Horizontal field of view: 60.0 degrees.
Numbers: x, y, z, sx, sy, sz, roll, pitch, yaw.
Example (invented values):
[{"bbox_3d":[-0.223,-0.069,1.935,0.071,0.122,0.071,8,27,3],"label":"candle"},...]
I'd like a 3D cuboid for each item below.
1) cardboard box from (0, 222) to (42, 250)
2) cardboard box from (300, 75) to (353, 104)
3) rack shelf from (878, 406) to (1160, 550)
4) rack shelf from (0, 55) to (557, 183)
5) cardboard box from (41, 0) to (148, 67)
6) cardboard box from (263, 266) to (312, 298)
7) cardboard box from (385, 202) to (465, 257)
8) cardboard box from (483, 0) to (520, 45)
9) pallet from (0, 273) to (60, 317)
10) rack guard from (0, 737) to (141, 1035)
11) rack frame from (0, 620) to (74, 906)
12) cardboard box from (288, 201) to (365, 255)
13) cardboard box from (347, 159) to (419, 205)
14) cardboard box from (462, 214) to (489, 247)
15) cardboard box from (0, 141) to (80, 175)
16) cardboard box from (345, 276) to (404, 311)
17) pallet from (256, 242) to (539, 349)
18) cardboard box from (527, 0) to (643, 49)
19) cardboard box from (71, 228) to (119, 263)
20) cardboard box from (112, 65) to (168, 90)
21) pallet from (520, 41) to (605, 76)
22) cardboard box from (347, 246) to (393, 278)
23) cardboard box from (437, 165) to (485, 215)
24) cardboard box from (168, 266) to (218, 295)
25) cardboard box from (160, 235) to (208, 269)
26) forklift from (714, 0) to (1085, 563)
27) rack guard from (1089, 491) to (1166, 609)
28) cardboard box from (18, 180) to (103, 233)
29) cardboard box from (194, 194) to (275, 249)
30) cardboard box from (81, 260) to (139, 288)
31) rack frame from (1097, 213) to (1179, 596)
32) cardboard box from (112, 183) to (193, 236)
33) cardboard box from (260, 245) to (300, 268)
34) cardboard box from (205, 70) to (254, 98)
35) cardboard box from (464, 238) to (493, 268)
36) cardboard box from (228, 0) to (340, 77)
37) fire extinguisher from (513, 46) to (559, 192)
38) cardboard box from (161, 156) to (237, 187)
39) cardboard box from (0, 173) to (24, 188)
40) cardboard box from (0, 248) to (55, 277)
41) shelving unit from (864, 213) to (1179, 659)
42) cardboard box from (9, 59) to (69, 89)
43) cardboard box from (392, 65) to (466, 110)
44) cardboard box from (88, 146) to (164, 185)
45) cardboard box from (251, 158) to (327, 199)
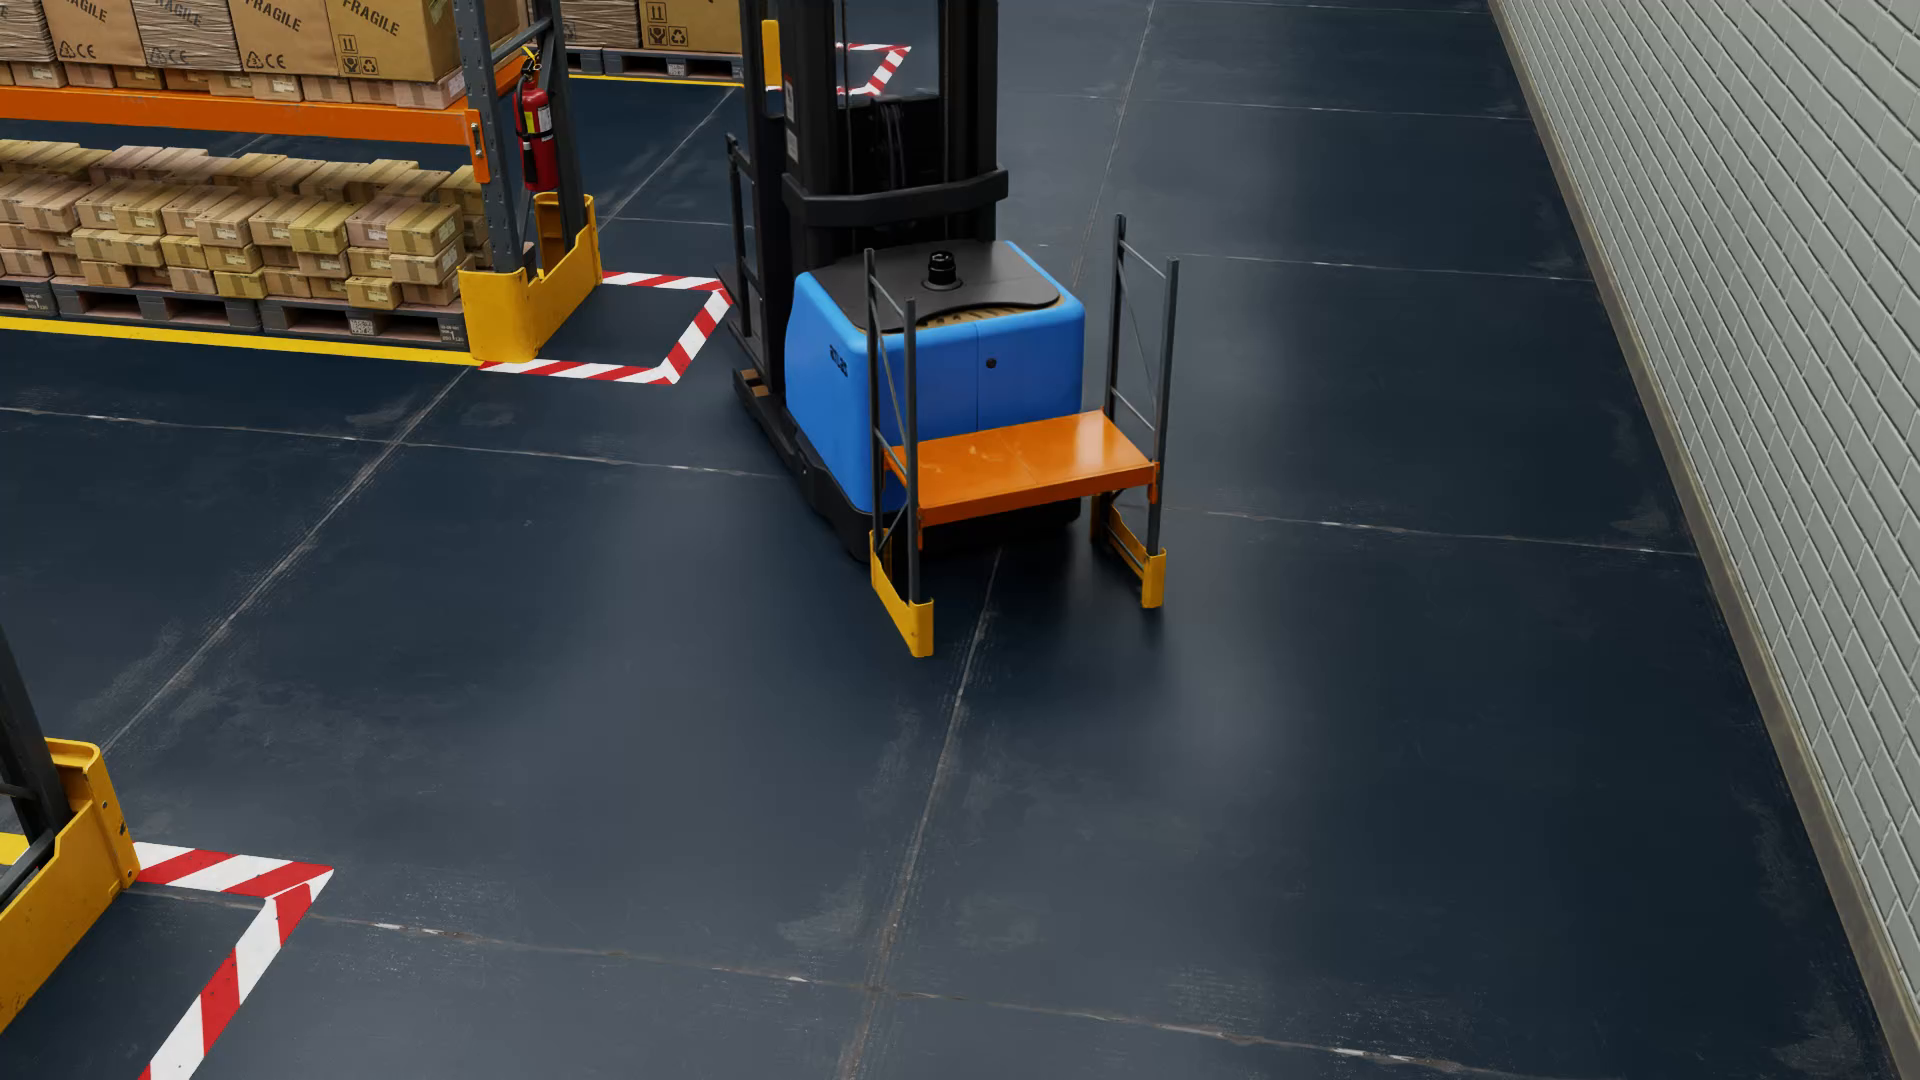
[{"bbox_3d":[-5.119,-1.755,9.238,0.250,0.149,0.380,4,32,6],"label":"cardboard box"},{"bbox_3d":[-3.113,-2.337,8.394,0.250,0.149,0.380,5,32,8],"label":"cardboard box"},{"bbox_3d":[0.222,-0.260,6.590,1.000,0.185,0.538,-11,34,-17],"label":"rack shelf"},{"bbox_3d":[-4.227,-2.380,8.903,4.000,0.370,1.077,5,32,8],"label":"rack shelf"},{"bbox_3d":[-4.240,-2.719,8.392,0.500,0.500,0.500,7,33,11],"label":"cardboard box"},{"bbox_3d":[-3.572,-1.468,9.059,0.250,0.149,0.380,5,32,9],"label":"cardboard box"},{"bbox_3d":[-2.820,-1.643,8.778,0.250,0.149,0.380,6,32,9],"label":"cardboard box"},{"bbox_3d":[-2.652,-2.859,8.616,0.500,0.500,0.500,7,33,11],"label":"cardboard box"},{"bbox_3d":[-5.531,-1.640,9.671,1.213,0.211,1.003,5,32,8],"label":"pallet"},{"bbox_3d":[-2.965,1.153,4.936,0.348,0.500,1.175,5,32,8],"label":"rack guard"},{"bbox_3d":[-2.989,0.092,4.277,0.127,3.000,1.000,5,32,8],"label":"rack frame"},{"bbox_3d":[-3.335,-1.652,8.792,0.250,0.149,0.380,4,32,7],"label":"cardboard box"},{"bbox_3d":[-3.234,-2.004,9.354,0.250,0.149,0.380,5,32,8],"label":"cardboard box"},{"bbox_3d":[-2.729,-1.783,9.282,0.250,0.149,0.380,6,33,10],"label":"cardboard box"},{"bbox_3d":[-5.299,-2.169,9.618,0.250,0.149,0.380,5,32,8],"label":"cardboard box"},{"bbox_3d":[-3.080,-1.384,8.925,0.250,0.149,0.380,6,33,10],"label":"cardboard box"},{"bbox_3d":[-3.126,-1.422,9.323,1.213,0.211,1.003,5,32,8],"label":"pallet"},{"bbox_3d":[-2.863,-4.465,13.163,0.875,0.875,0.875,5,32,8],"label":"cardboard box"},{"bbox_3d":[-4.614,-1.663,9.090,0.250,0.149,0.380,5,32,8],"label":"cardboard box"},{"bbox_3d":[-4.144,-2.457,8.585,0.250,0.149,0.380,6,32,9],"label":"cardboard box"},{"bbox_3d":[-3.322,-4.050,13.521,1.213,0.211,1.003,5,32,8],"label":"pallet"},{"bbox_3d":[-3.073,-1.551,8.912,0.250,0.149,0.380,4,32,7],"label":"cardboard box"},{"bbox_3d":[-2.715,-1.953,9.273,0.250,0.149,0.380,4,32,6],"label":"cardboard box"},{"bbox_3d":[-4.100,-1.493,9.099,0.250,0.149,0.380,6,33,9],"label":"cardboard box"},{"bbox_3d":[-4.099,-1.617,9.018,0.250,0.149,0.380,7,33,11],"label":"cardboard box"},{"bbox_3d":[-0.492,-1.914,7.546,1.130,2.935,3.031,-12,34,-18],"label":"forklift"},{"bbox_3d":[0.697,0.024,6.976,0.087,0.250,0.587,-11,34,-17],"label":"rack guard"},{"bbox_3d":[-4.877,-1.817,9.056,0.250,0.149,0.380,6,33,9],"label":"cardboard box"},{"bbox_3d":[-3.854,-1.703,8.874,0.250,0.149,0.380,6,33,10],"label":"cardboard box"},{"bbox_3d":[-4.608,-1.538,9.171,0.250,0.149,0.380,4,32,7],"label":"cardboard box"},{"bbox_3d":[0.698,-0.506,6.644,0.032,1.500,0.500,-11,34,-17],"label":"rack frame"},{"bbox_3d":[-4.358,-1.793,9.018,0.250,0.149,0.380,5,32,8],"label":"cardboard box"},{"bbox_3d":[-3.584,-1.623,9.027,0.250,0.149,0.380,5,32,8],"label":"cardboard box"},{"bbox_3d":[-3.624,-2.387,8.473,0.250,0.149,0.380,4,32,6],"label":"cardboard box"},{"bbox_3d":[-2.719,-1.690,9.414,0.250,0.149,0.380,6,33,9],"label":"cardboard box"},{"bbox_3d":[-3.249,-2.629,8.248,0.500,0.500,0.500,5,32,7],"label":"cardboard box"},{"bbox_3d":[-2.085,-2.052,8.125,0.183,0.674,0.296,5,32,8],"label":"fire extinguisher"},{"bbox_3d":[-4.280,-2.032,9.400,0.250,0.149,0.380,5,32,8],"label":"cardboard box"},{"bbox_3d":[-5.375,-1.894,9.179,0.250,0.149,0.380,5,32,8],"label":"cardboard box"},{"bbox_3d":[-5.119,-1.617,9.298,0.250,0.149,0.380,5,32,7],"label":"cardboard box"},{"bbox_3d":[0.230,-0.414,6.497,1.083,1.500,0.587,-11,34,-17],"label":"shelving unit"},{"bbox_3d":[-4.668,-2.468,8.603,0.250,0.149,0.380,7,33,10],"label":"cardboard box"},{"bbox_3d":[-2.625,-2.281,8.304,0.250,0.149,0.380,5,32,8],"label":"cardboard box"},{"bbox_3d":[-4.774,-2.129,9.555,0.250,0.149,0.380,4,32,6],"label":"cardboard box"},{"bbox_3d":[-3.764,-2.012,9.368,0.250,0.149,0.380,6,33,10],"label":"cardboard box"}]
